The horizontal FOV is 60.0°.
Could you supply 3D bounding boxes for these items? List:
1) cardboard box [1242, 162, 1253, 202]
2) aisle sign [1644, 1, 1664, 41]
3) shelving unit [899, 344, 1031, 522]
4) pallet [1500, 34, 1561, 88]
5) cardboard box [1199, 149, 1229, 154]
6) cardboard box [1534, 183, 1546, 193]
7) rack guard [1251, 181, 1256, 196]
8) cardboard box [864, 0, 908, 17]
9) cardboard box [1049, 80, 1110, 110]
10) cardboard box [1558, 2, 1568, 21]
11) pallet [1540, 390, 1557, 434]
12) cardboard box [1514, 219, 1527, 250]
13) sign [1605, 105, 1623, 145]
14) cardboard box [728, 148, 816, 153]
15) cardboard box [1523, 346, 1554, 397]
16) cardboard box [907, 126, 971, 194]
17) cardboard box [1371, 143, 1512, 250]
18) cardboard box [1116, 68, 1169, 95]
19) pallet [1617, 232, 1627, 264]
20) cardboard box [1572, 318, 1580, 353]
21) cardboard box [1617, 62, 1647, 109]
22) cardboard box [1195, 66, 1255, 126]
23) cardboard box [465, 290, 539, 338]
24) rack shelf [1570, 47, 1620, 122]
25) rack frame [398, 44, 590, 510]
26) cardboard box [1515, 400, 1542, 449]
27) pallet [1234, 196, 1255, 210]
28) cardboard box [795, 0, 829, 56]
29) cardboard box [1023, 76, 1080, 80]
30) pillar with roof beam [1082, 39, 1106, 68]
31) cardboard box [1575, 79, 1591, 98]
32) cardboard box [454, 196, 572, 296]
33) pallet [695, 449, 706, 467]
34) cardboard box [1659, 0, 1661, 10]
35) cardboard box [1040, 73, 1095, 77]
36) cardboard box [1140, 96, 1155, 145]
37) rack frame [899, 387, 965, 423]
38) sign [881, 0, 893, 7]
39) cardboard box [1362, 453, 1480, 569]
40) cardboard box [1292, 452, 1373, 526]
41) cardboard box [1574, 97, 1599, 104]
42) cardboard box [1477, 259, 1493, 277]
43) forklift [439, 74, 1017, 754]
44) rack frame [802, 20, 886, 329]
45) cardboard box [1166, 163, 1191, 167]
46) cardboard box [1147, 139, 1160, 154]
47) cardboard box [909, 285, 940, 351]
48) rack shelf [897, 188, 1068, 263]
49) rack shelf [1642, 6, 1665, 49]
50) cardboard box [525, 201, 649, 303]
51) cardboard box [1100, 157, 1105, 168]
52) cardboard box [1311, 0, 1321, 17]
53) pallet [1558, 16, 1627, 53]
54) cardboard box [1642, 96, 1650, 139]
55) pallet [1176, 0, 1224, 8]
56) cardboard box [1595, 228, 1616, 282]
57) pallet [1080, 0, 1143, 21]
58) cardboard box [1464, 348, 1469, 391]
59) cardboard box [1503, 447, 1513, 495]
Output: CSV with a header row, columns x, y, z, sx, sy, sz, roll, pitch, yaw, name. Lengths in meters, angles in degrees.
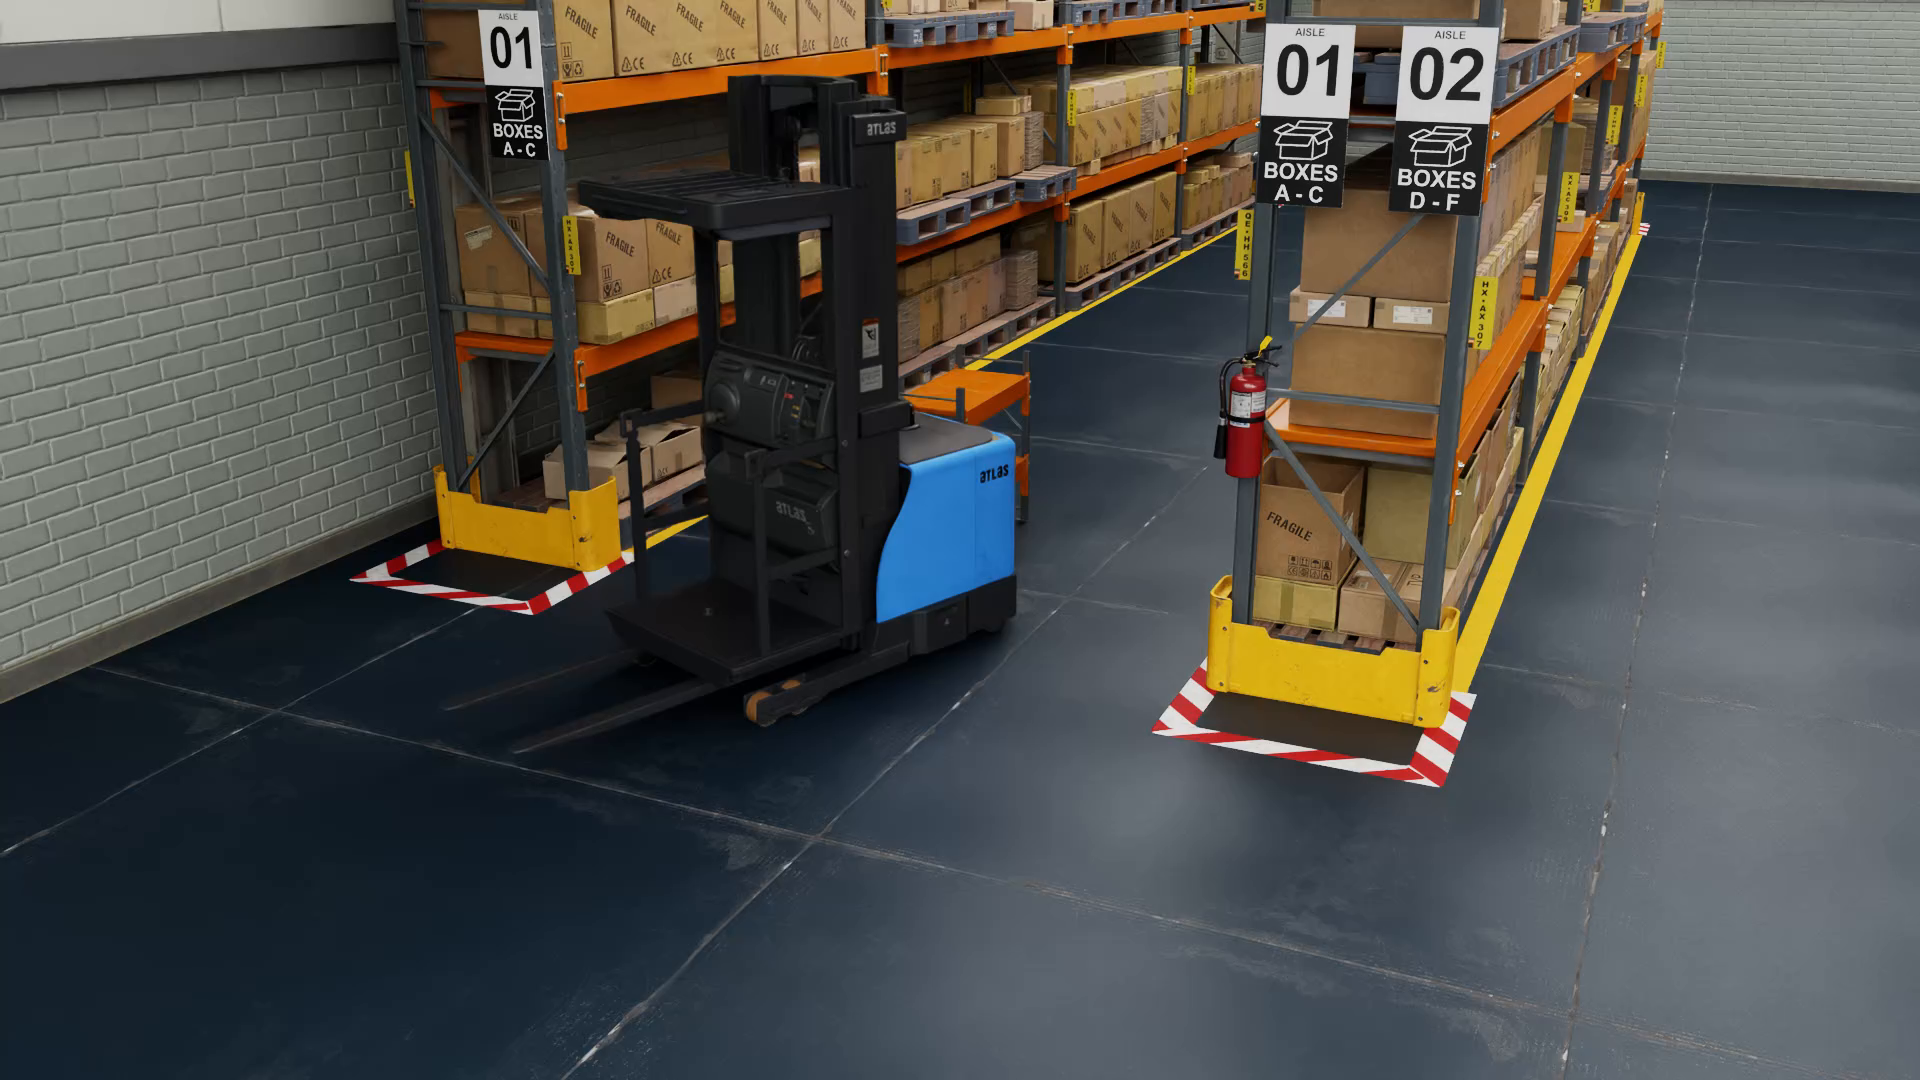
x,y,z,sx,sy,sz,roll,pitch,yaw,name
3.670,-5.009,23.182,0.700,0.500,0.500,9,21,23,cardboard box
8.694,-6.742,21.071,0.394,0.787,0.004,9,21,23,aisle sign
0.003,-0.532,10.286,0.538,1.125,1.048,9,21,23,shelving unit
2.646,-2.606,8.975,1.003,0.211,1.213,9,21,23,pallet
3.539,-5.381,23.258,0.380,0.149,0.250,9,21,23,cardboard box
4.223,-2.464,12.771,0.500,0.500,0.500,9,21,23,cardboard box
3.876,-5.047,23.913,1.175,0.500,0.348,9,21,23,rack guard
-0.751,-4.363,13.008,0.500,0.500,0.500,12,23,30,cardboard box
1.230,-4.589,17.155,0.500,0.250,0.500,8,21,22,cardboard box
4.312,-3.987,12.323,0.500,0.250,0.500,7,21,18,cardboard box
4.237,-1.161,13.419,1.003,0.211,1.213,9,21,23,pallet
3.242,-1.874,10.145,0.380,0.149,0.250,9,21,23,cardboard box
5.618,-3.563,14.284,0.100,0.325,0.005,9,21,23,sign
-1.431,-2.726,12.732,0.500,0.500,0.500,8,21,21,cardboard box
4.079,-1.281,12.235,0.500,0.311,0.500,8,21,22,cardboard box
-0.332,-3.329,14.548,0.700,0.500,0.500,12,23,30,cardboard box
2.680,-1.932,9.339,0.700,0.500,0.500,9,21,23,cardboard box
2.052,-5.211,18.904,0.500,0.250,0.500,9,21,24,cardboard box
7.529,-3.586,20.237,1.003,0.211,1.213,9,21,23,pallet
5.118,-1.801,14.533,0.500,0.250,0.500,9,22,24,cardboard box
7.409,-5.097,18.683,0.500,0.500,0.500,8,21,21,cardboard box
3.378,-5.977,22.352,0.980,0.700,0.700,8,21,22,cardboard box
-2.672,-1.434,10.219,0.500,0.250,0.500,9,21,23,cardboard box
4.292,-3.556,12.588,1.077,0.370,4.000,9,21,23,rack shelf
-2.686,-1.326,9.721,1.000,3.000,0.127,9,21,23,rack frame
3.864,-0.862,11.892,0.500,0.250,0.500,8,21,21,cardboard box
3.610,-4.648,23.224,1.003,0.211,1.213,9,21,23,pallet
-1.248,-3.677,11.677,0.500,0.500,0.500,7,21,18,cardboard box
0.967,-4.810,17.775,0.500,0.250,0.500,8,21,21,cardboard box
5.653,-7.563,18.305,9.100,9.000,0.400,9,21,23,pillar with roof beam
6.720,-5.024,18.478,0.500,0.500,0.500,9,21,23,cardboard box
-2.687,-1.791,10.104,0.500,0.500,0.500,8,21,22,cardboard box
-1.789,-0.650,11.983,1.003,0.211,1.213,9,21,23,pallet
8.202,-6.537,20.119,0.500,0.250,0.500,9,21,23,cardboard box
1.175,-4.966,18.213,0.500,0.250,0.500,8,21,21,cardboard box
1.855,-4.706,18.601,0.500,0.500,0.500,9,21,23,cardboard box
-0.205,-0.377,9.849,0.500,1.125,0.032,9,21,23,rack frame
-0.550,-4.133,12.367,0.100,0.325,0.005,9,21,23,sign
2.460,-0.190,8.883,0.500,0.500,0.500,9,21,23,cardboard box
2.179,-0.416,9.518,0.500,0.500,0.500,9,21,23,cardboard box
6.351,-4.447,17.719,0.700,0.500,0.500,2,20,4,cardboard box
2.613,-1.406,8.829,0.380,0.149,0.250,8,21,21,cardboard box
-1.090,-0.683,8.014,3.031,2.935,1.130,-18,27,-42,forklift
-1.048,-2.549,13.159,1.000,3.000,0.127,9,21,23,rack frame
2.813,-4.837,21.728,0.380,0.149,0.250,9,21,23,cardboard box
2.064,-4.501,18.993,0.380,0.149,0.250,9,21,23,cardboard box
-0.596,-1.970,14.607,0.700,0.500,0.500,8,21,22,cardboard box
-0.229,-2.821,14.999,1.077,0.370,4.000,9,21,23,rack shelf
7.568,-6.001,19.465,1.077,0.370,4.000,9,21,23,rack shelf
-2.216,-1.723,9.911,0.500,0.500,0.500,9,21,23,cardboard box
1.322,-4.051,17.729,0.380,0.149,0.250,9,21,24,cardboard box
2.066,-2.642,8.333,0.500,0.250,0.500,9,21,23,cardboard box
4.459,-3.855,12.638,1.003,0.211,1.213,10,22,25,pallet
8.242,-5.252,20.612,0.500,0.500,0.500,9,21,23,cardboard box
2.572,-6.614,20.247,1.003,0.211,1.213,9,21,23,pallet
6.598,-3.005,17.516,0.500,0.500,0.500,9,21,23,cardboard box
1.260,-5.642,17.663,1.003,0.211,1.213,10,22,25,pallet
2.248,-0.997,8.645,0.700,0.500,0.500,9,22,24,cardboard box
3.268,-0.449,10.732,0.500,0.250,0.500,9,21,23,cardboard box
